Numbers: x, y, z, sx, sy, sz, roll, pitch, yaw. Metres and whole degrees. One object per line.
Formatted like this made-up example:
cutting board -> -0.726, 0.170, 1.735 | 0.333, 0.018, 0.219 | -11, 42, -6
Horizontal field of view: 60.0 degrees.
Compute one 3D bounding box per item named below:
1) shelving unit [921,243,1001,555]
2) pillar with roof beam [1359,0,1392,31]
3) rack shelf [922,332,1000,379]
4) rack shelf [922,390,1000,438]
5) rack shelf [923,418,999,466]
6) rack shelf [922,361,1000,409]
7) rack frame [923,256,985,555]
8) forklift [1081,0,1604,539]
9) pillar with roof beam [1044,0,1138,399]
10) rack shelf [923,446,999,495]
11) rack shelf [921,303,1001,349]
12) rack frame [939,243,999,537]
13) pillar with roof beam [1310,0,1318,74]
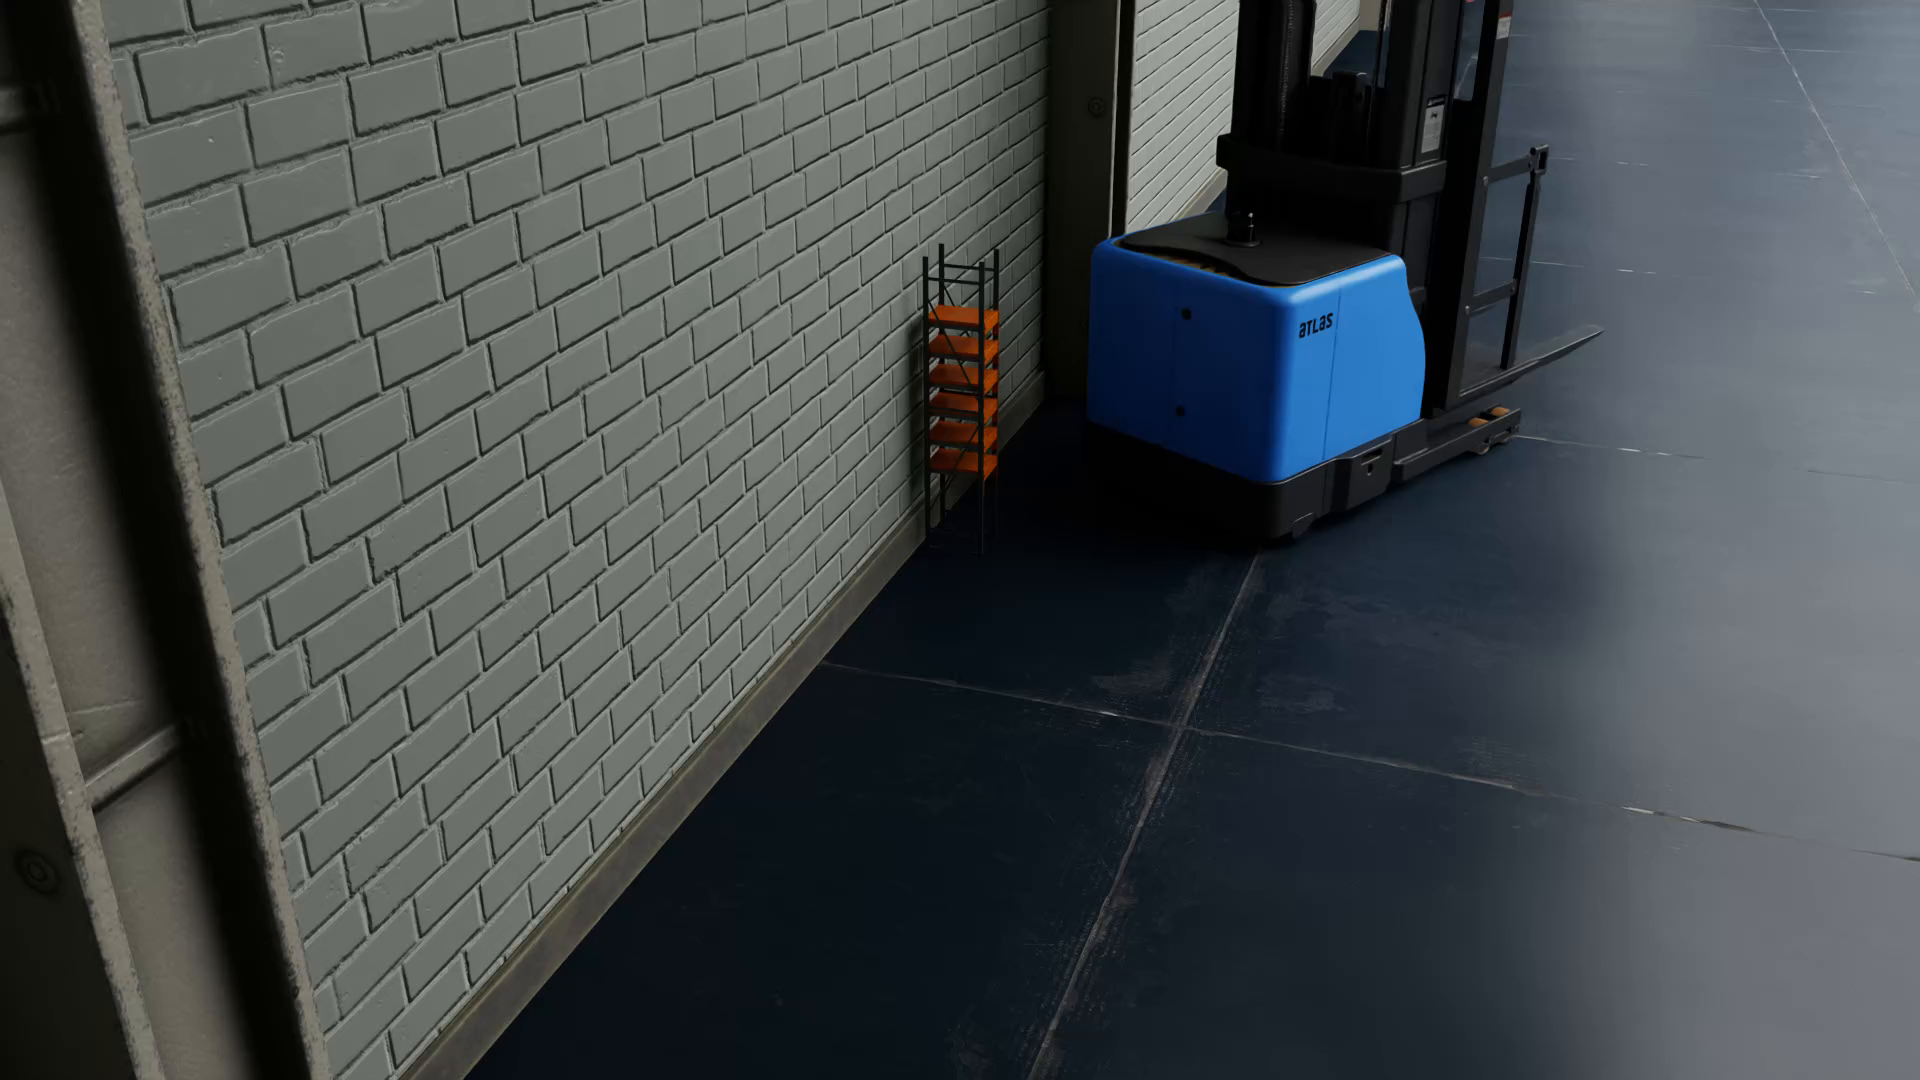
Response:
shelving unit -> 0.005, -0.534, 6.475 | 0.258, 1.200, 0.189 | 8, 27, 16
pillar with roof beam -> 8.669, -9.146, 15.314 | 9.100, 9.000, 0.400 | 9, 27, 17
rack shelf -> 0.005, -0.710, 6.390 | 0.258, 0.103, 0.180 | 8, 27, 16
rack shelf -> 0.005, -0.494, 6.495 | 0.258, 0.103, 0.180 | 8, 27, 16
rack shelf -> 0.005, -0.386, 6.547 | 0.258, 0.103, 0.180 | 8, 27, 16
rack shelf -> 0.005, -0.602, 6.442 | 0.258, 0.103, 0.180 | 8, 27, 16
rack frame -> -0.024, -0.496, 6.397 | 0.240, 1.200, 0.006 | 8, 27, 16
forklift -> 1.947, -1.854, 7.215 | 3.031, 2.935, 1.130 | -22, 34, -38
pillar with roof beam -> 4.676, -4.215, 5.129 | 9.100, 9.000, 0.400 | 9, 27, 17
rack shelf -> 0.005, -0.278, 6.599 | 0.258, 0.103, 0.180 | 8, 27, 16
rack shelf -> 0.005, -0.818, 6.338 | 0.258, 0.103, 0.180 | 8, 27, 16
rack frame -> 0.033, -0.571, 6.553 | 0.240, 1.200, 0.006 | 8, 27, 16
pillar with roof beam -> 6.673, -6.680, 10.221 | 9.100, 9.000, 0.400 | 9, 27, 17
